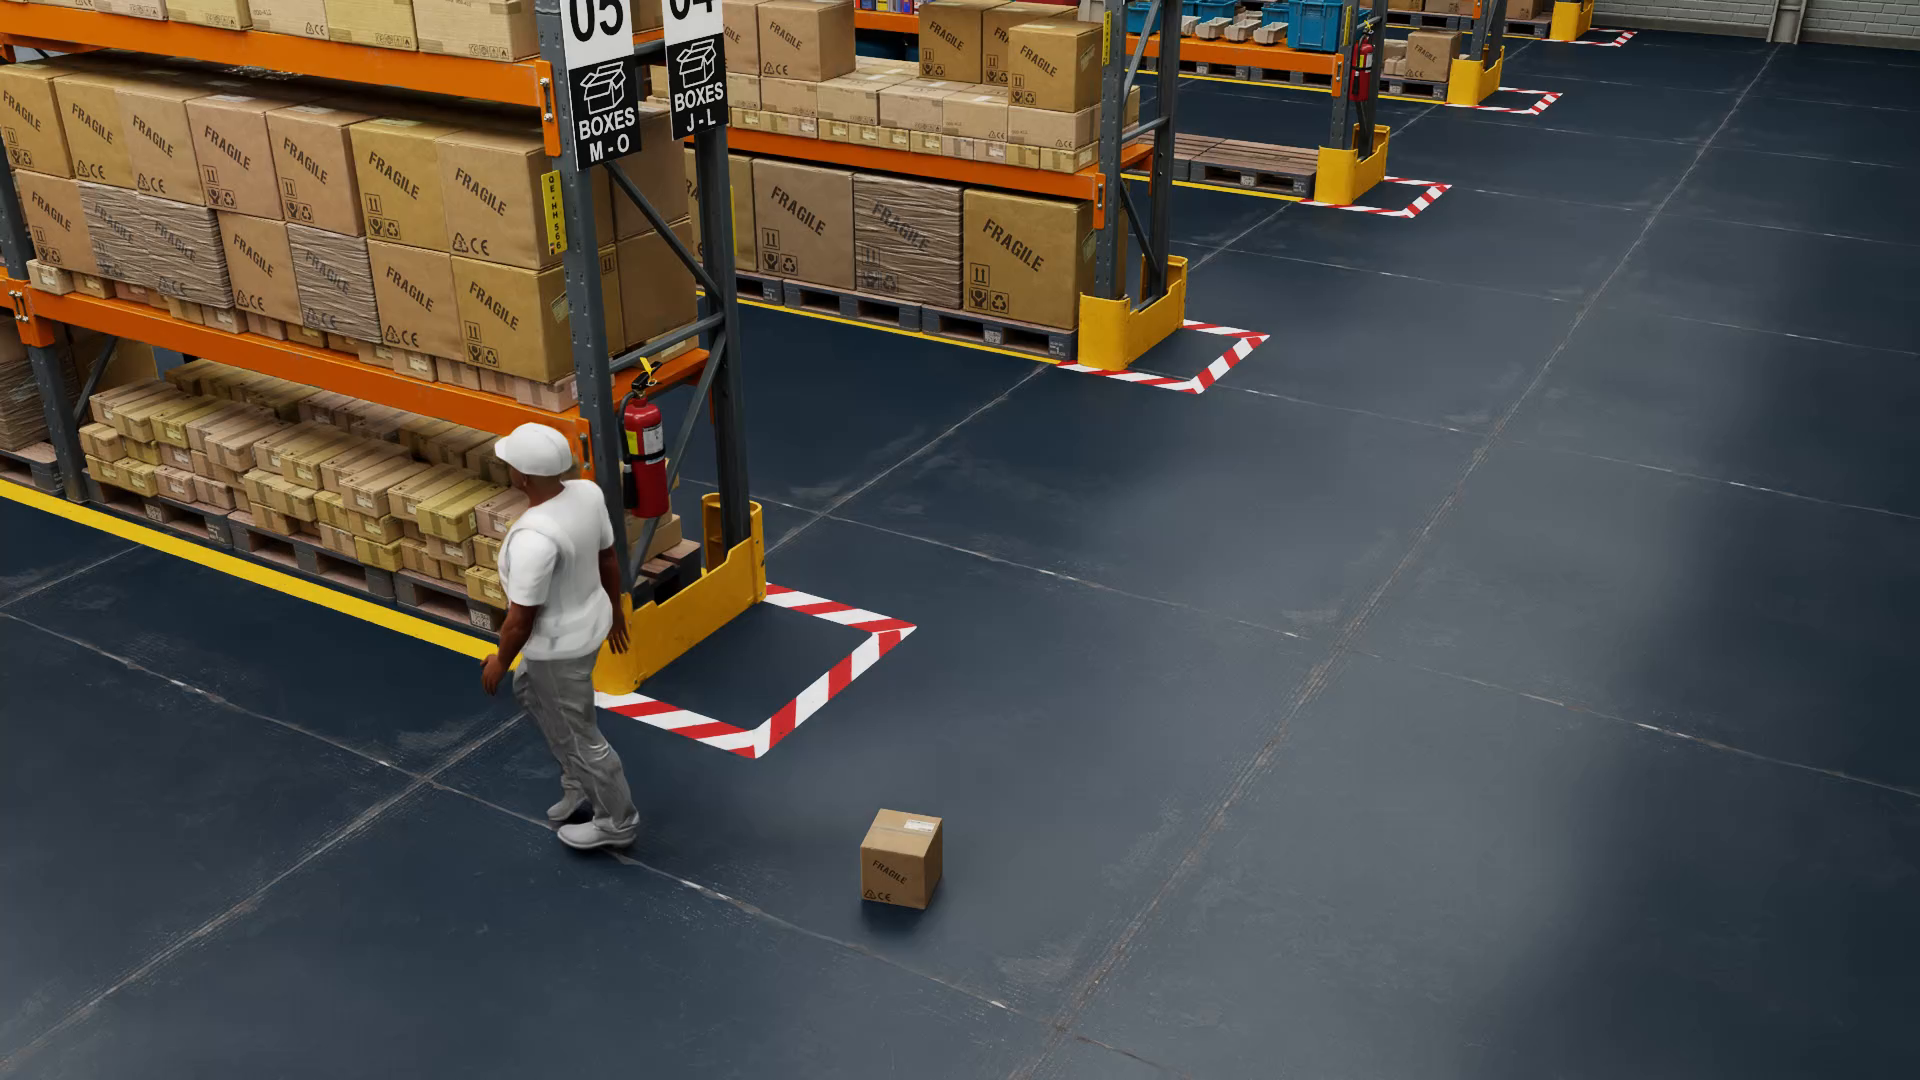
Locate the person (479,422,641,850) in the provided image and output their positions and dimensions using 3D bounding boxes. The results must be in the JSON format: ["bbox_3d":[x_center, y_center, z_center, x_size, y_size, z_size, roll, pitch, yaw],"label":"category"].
[{"bbox_3d":[-1.516,0.395,6.294,0.524,1.809,0.574,3,27,6],"label":"person"}]
